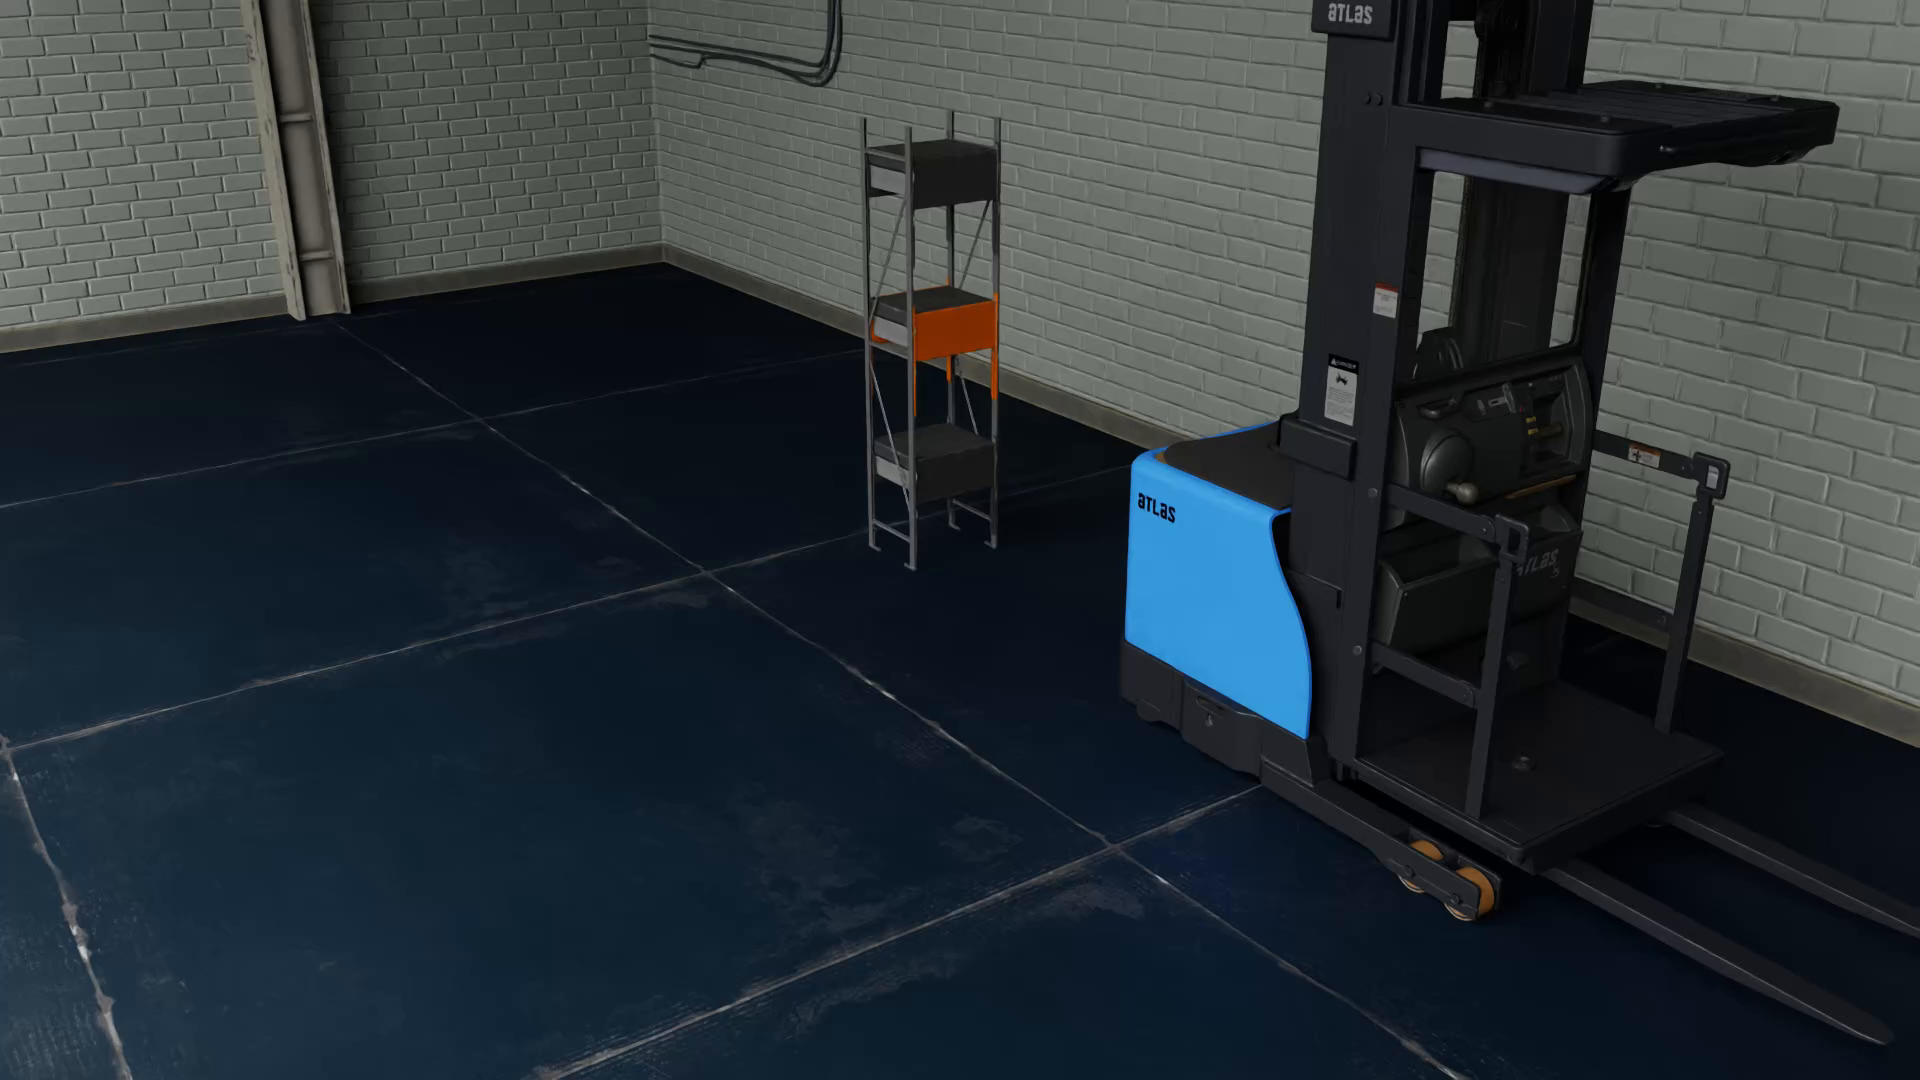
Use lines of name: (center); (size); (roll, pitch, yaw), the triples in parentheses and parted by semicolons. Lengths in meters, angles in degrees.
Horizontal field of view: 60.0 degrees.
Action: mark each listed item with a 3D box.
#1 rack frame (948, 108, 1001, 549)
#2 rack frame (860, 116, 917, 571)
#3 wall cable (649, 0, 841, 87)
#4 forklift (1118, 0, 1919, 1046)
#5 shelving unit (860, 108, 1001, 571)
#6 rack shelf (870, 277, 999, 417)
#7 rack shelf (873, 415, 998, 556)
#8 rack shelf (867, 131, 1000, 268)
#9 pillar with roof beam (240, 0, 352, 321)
rack frame: (0.064, -0.992, 8.050); (0.015, 2.100, 0.400); (-15, 26, -33)
rack frame: (-0.332, -0.887, 7.785); (0.015, 2.100, 0.400); (-15, 26, -33)
wall cable: (-1.750, -4.720, 12.272); (0.112, 2.526, 3.097); (-15, 26, -33)
forklift: (1.883, -0.343, 5.301); (1.130, 2.935, 3.031); (-14, 26, -32)
shelving unit: (-0.134, -0.939, 7.917); (0.503, 2.100, 0.431); (-15, 26, -33)
rack shelf: (-0.134, -0.927, 7.922); (0.480, 0.518, 0.431); (-15, 26, -33)
rack shelf: (-0.134, -0.277, 8.182); (0.480, 0.518, 0.431); (-15, 26, -33)
rack shelf: (-0.134, -1.577, 7.663); (0.480, 0.518, 0.431); (-15, 26, -33)
pillar with roof beam: (-2.399, -4.627, 7.850); (0.400, 9.000, 9.100); (-15, 26, -33)
